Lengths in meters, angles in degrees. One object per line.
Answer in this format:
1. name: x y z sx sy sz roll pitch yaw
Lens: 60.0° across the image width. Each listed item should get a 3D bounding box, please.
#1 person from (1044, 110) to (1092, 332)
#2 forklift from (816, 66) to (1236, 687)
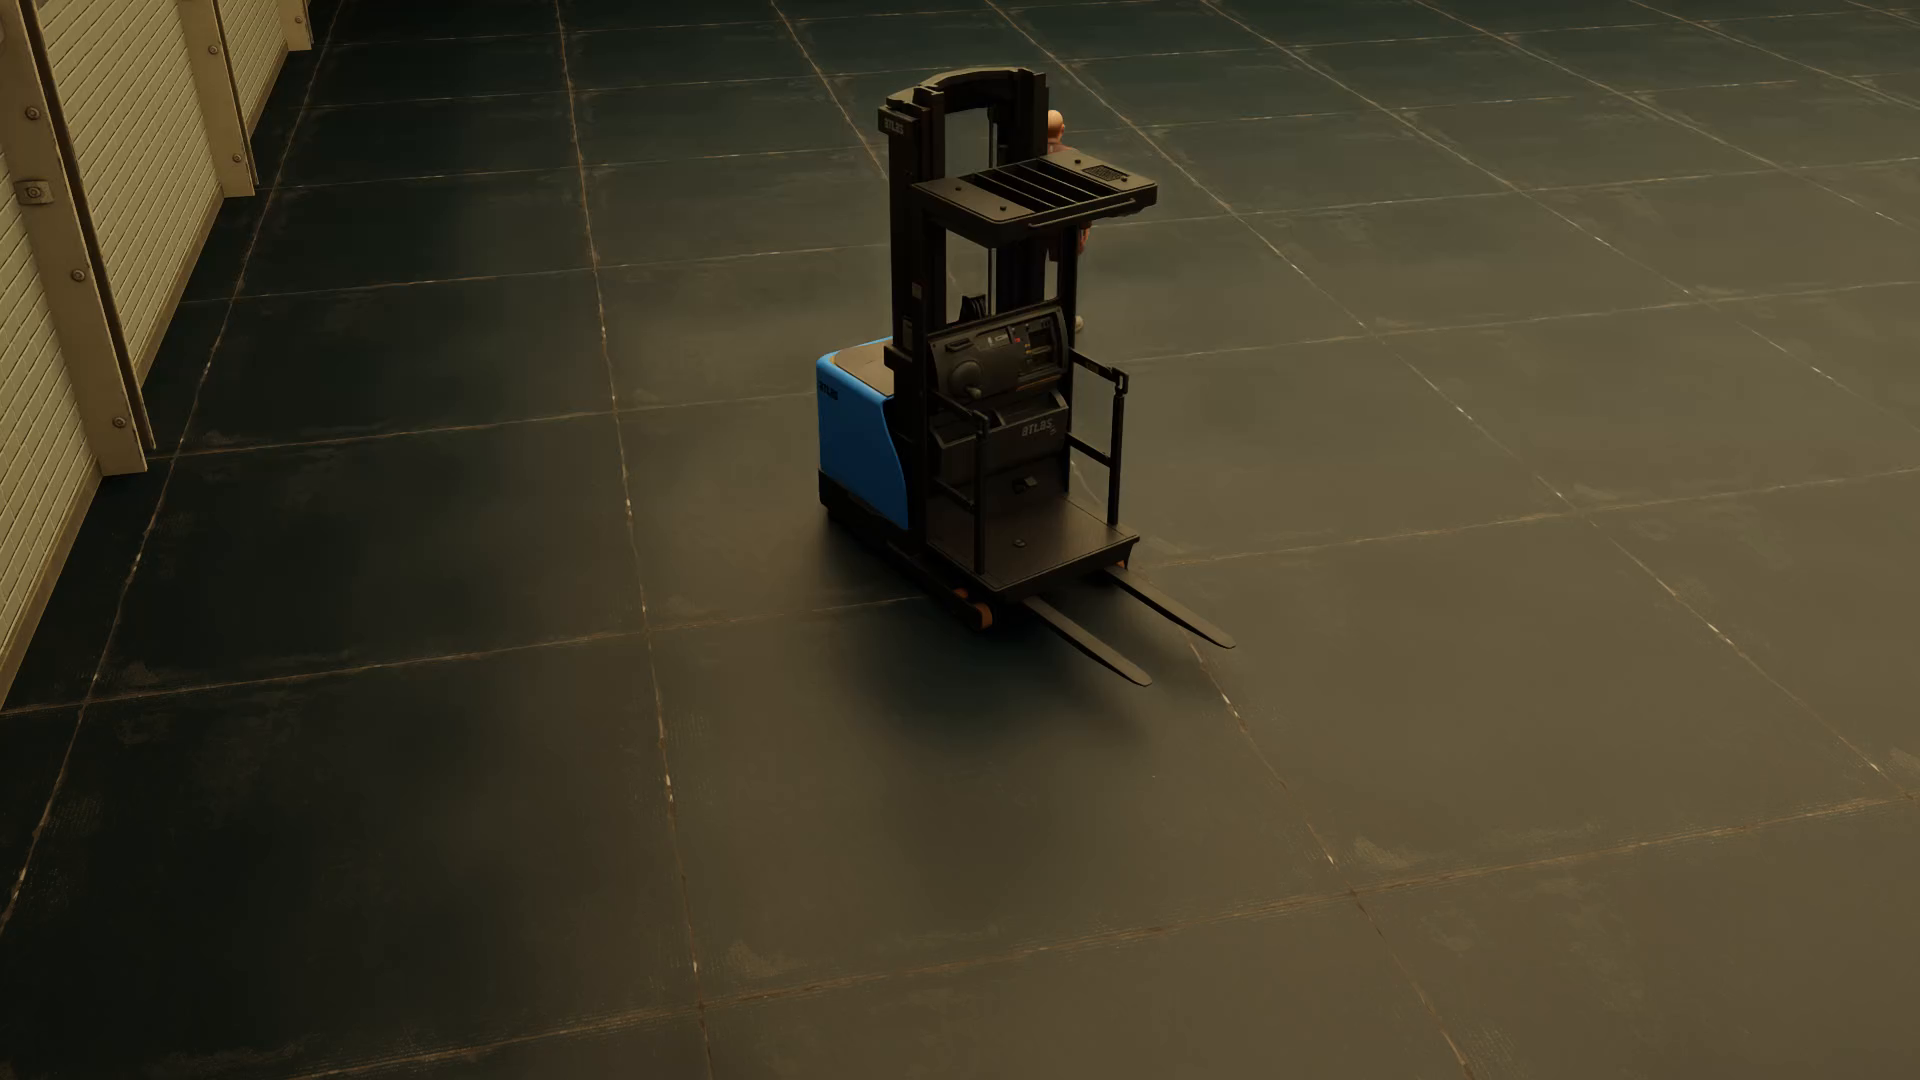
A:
1. person: 0.710 -2.462 12.986 0.644 1.775 0.439 6 31 10
2. forklift: 0.355 -1.021 9.338 1.130 2.935 3.031 -20 35 -30
